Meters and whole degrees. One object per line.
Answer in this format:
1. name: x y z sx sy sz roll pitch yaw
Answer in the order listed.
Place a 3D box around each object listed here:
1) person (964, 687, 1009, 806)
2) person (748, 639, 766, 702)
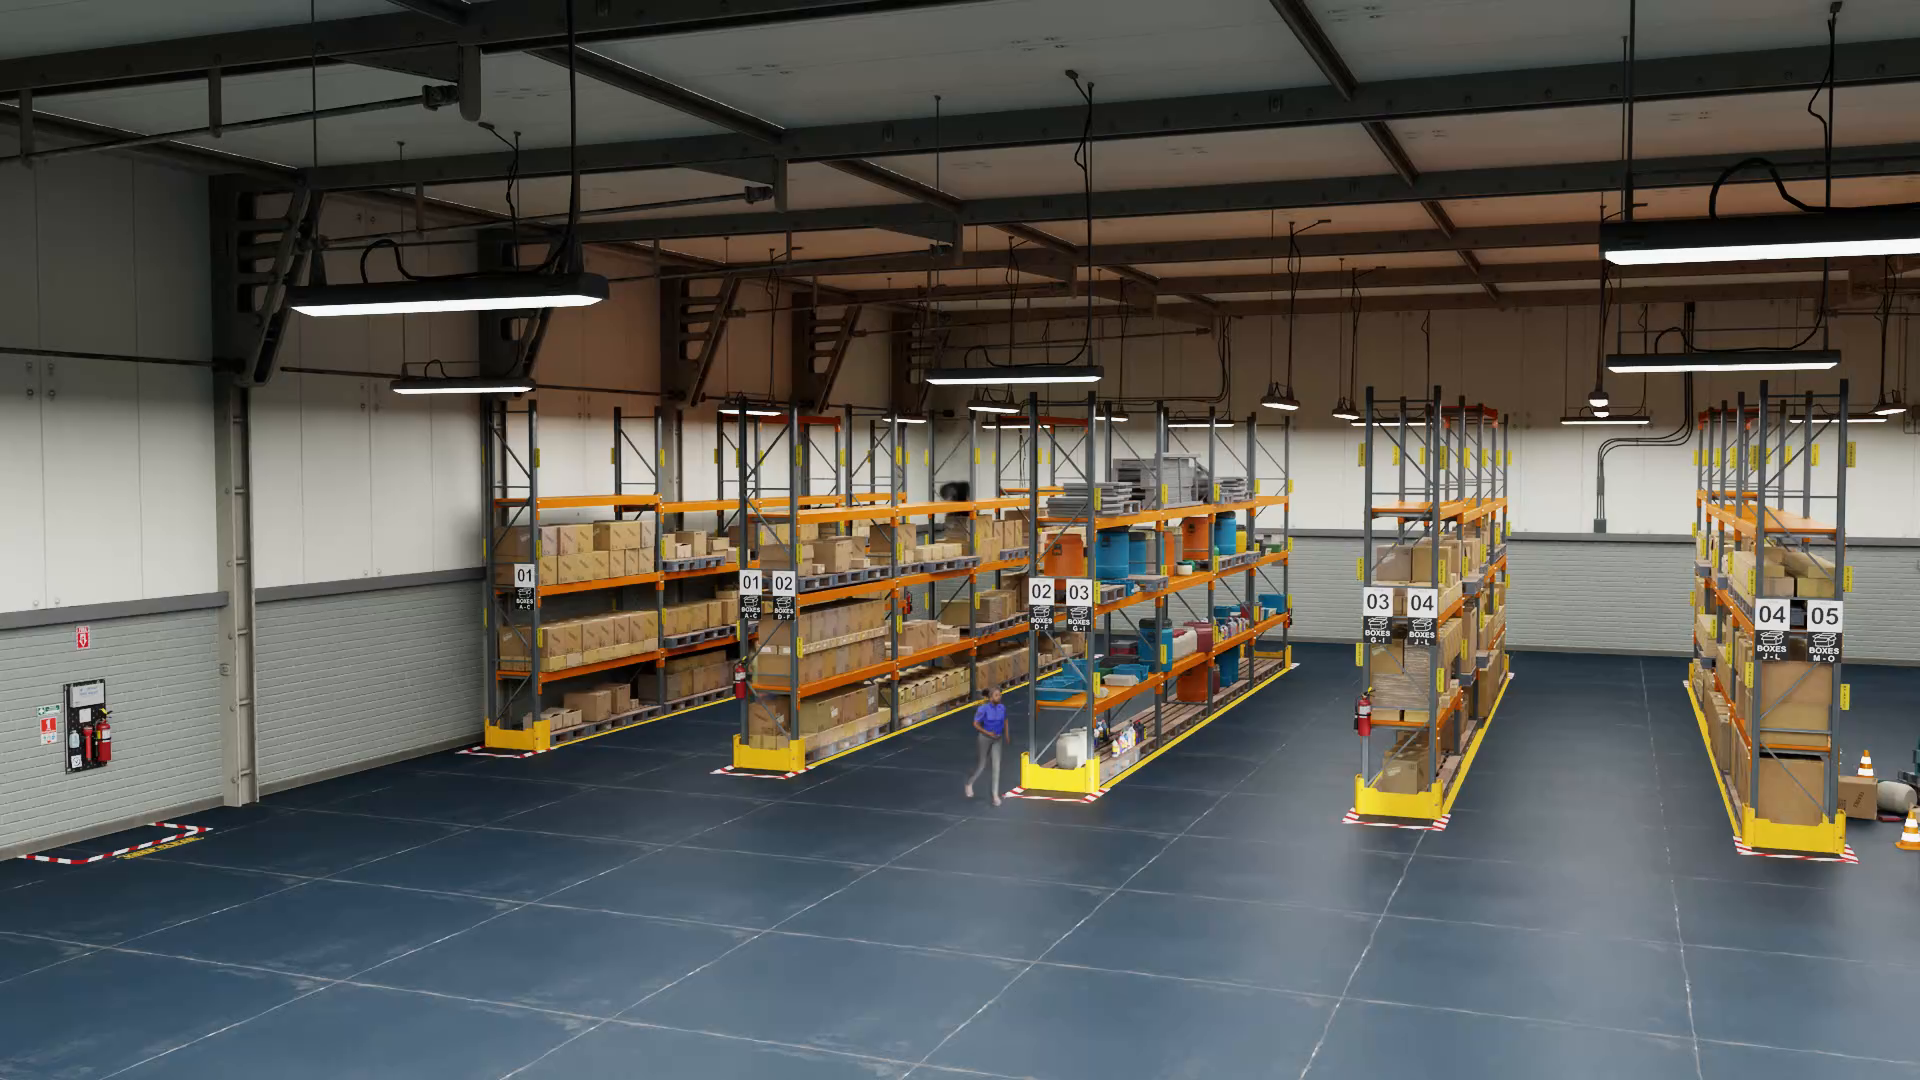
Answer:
1. person: 0.465 2.979 24.280 0.627 1.646 0.852 -1 3 -26
2. person: -3.710 2.637 30.937 0.569 1.620 0.686 1 3 14
